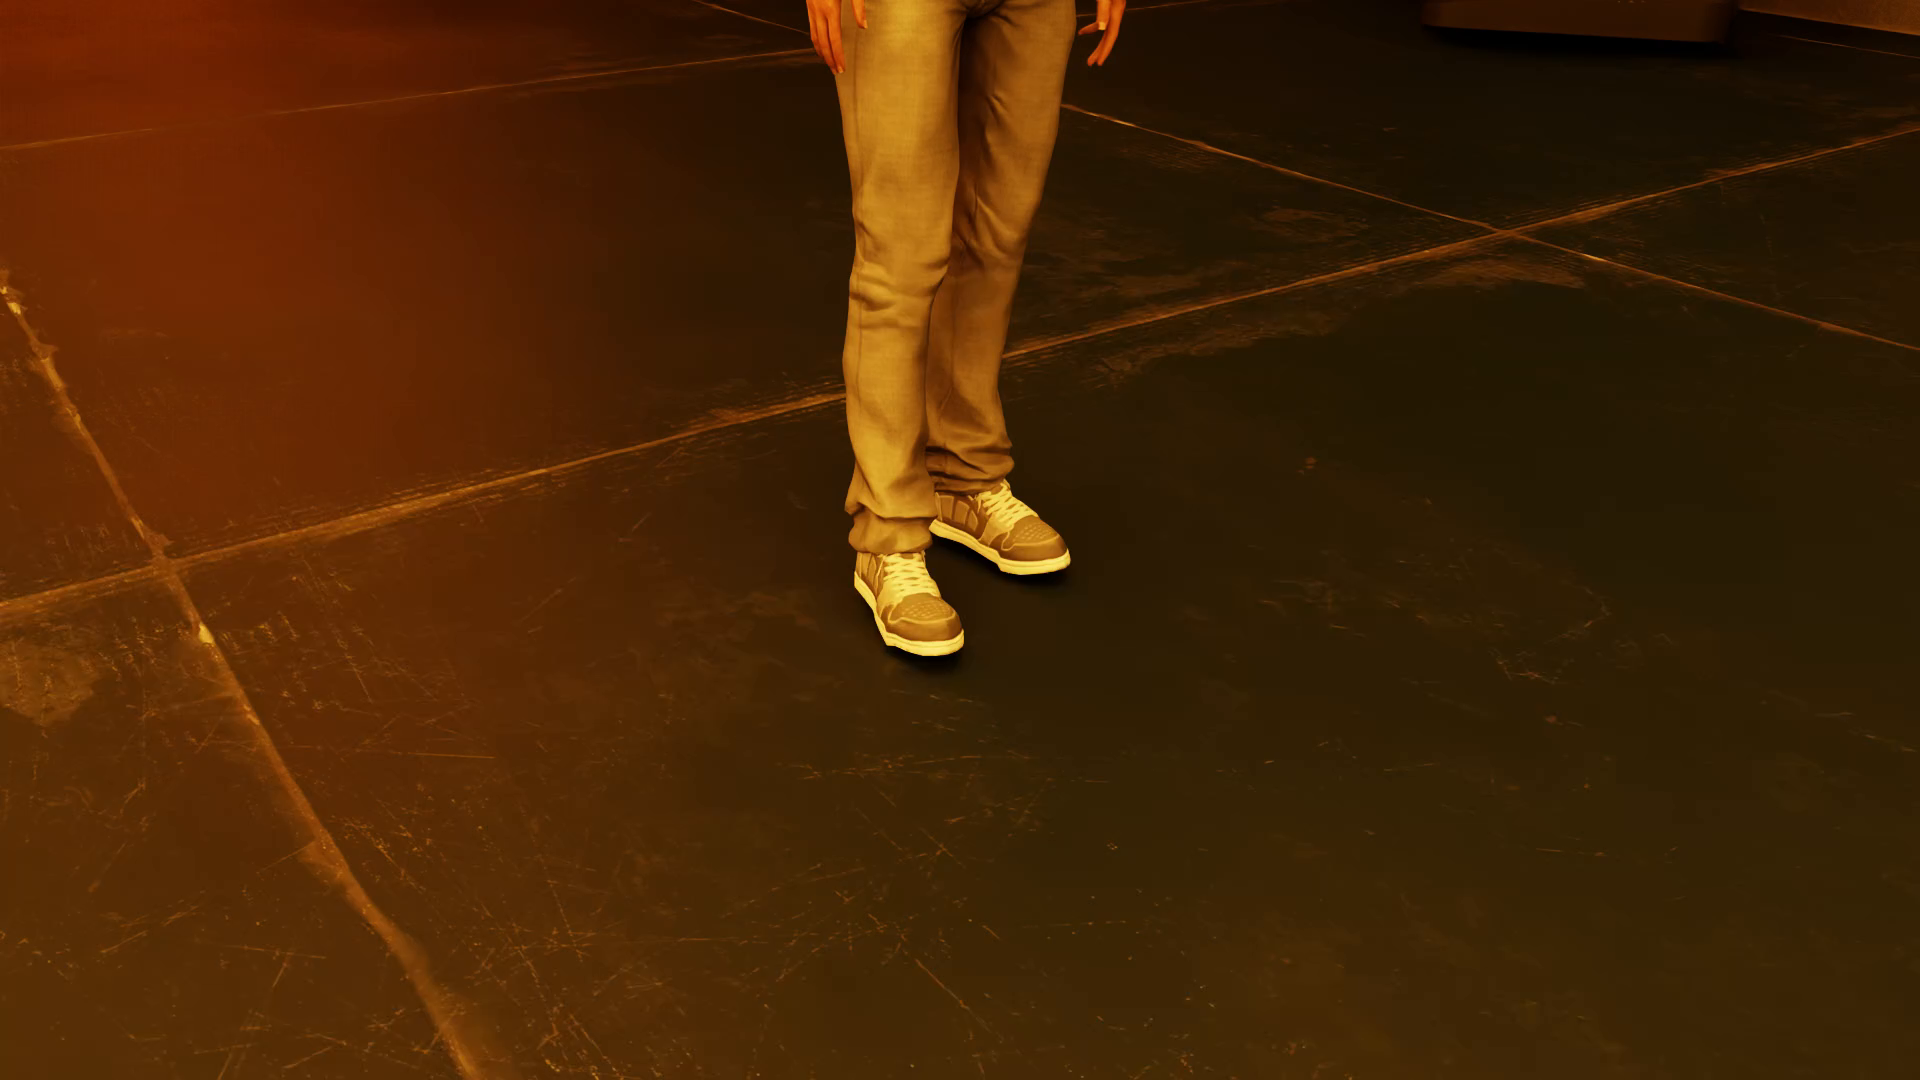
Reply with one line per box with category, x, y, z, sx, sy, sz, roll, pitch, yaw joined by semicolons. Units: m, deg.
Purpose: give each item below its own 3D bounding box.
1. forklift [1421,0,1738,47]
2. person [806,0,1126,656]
forklift;2.692;-3.684;6.576;1.130;2.935;3.031;9;28;18
person;0.030;-0.690;2.077;0.520;1.597;0.475;-17;31;-31
